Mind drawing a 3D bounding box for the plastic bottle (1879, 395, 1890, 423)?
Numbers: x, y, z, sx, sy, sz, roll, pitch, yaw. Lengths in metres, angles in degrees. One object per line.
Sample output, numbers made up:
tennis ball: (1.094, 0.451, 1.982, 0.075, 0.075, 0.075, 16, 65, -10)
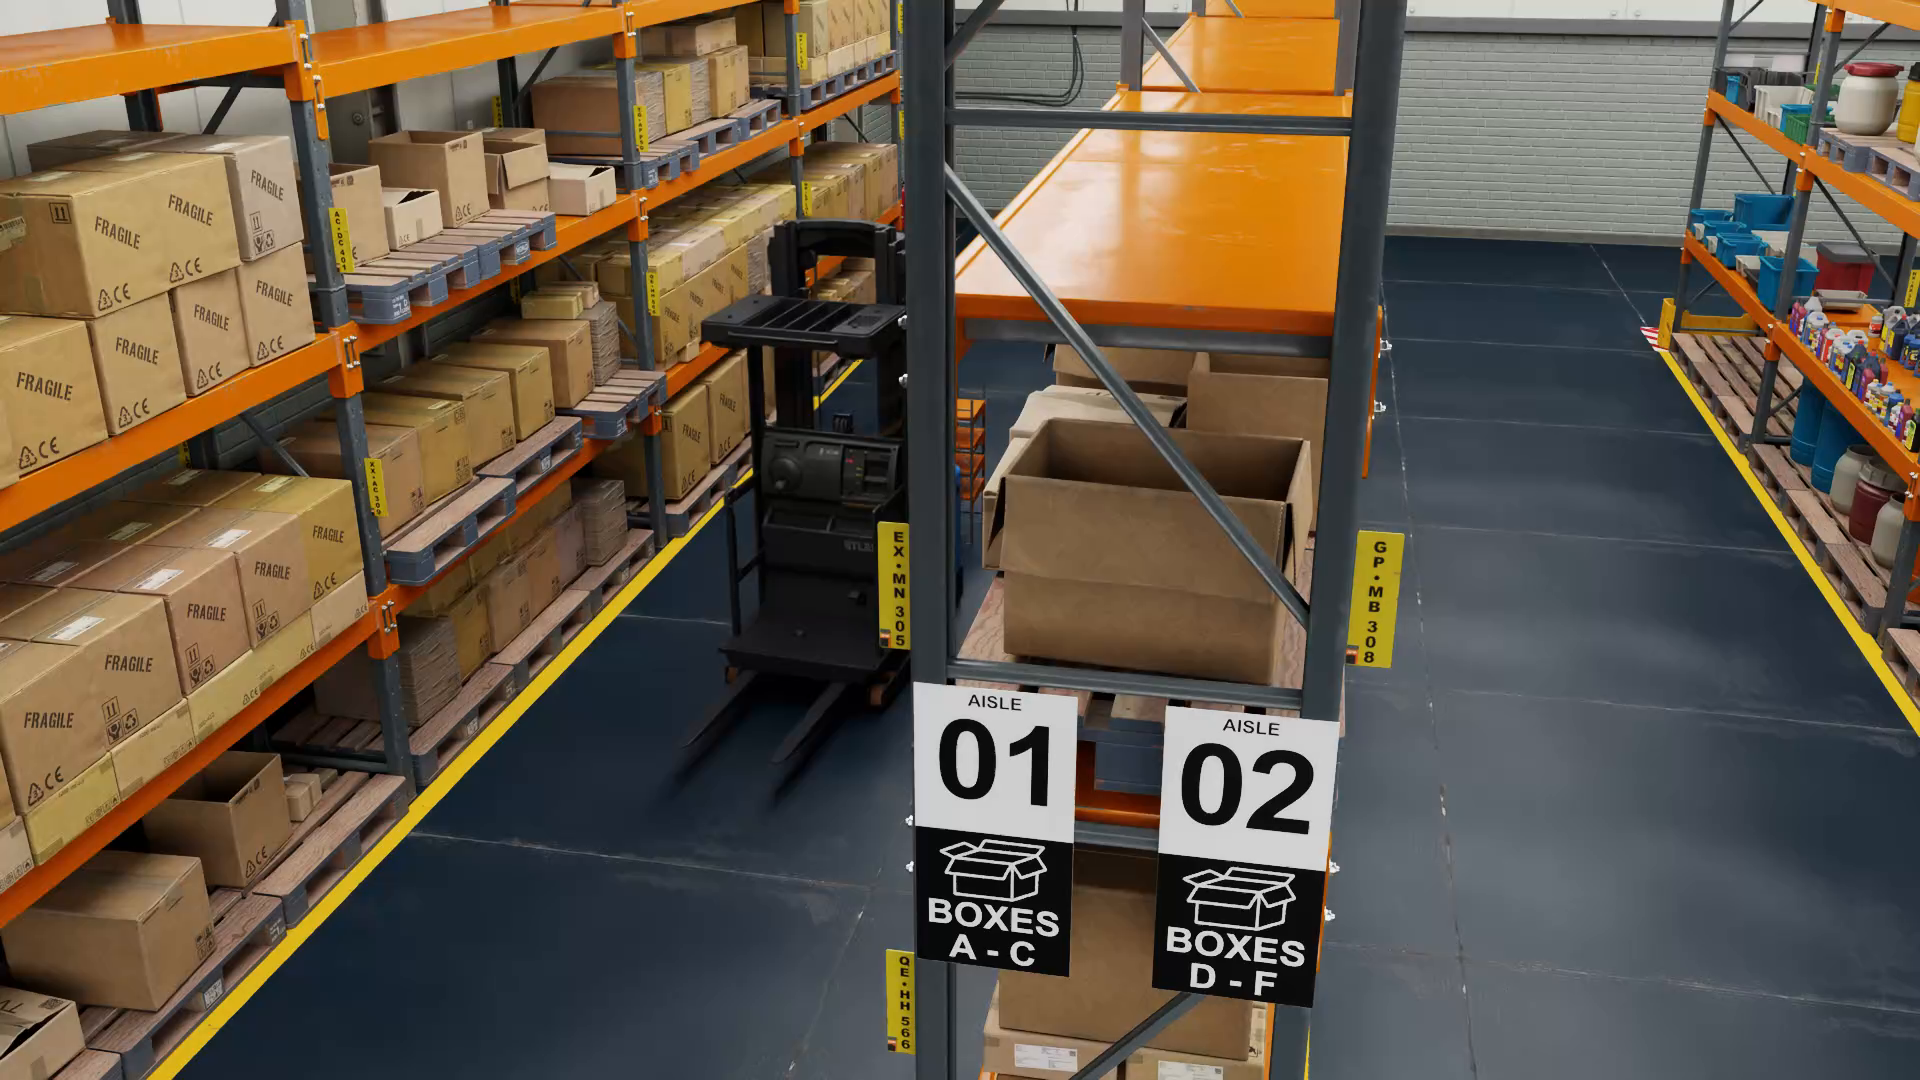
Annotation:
plastic bottle: (6.677, -0.944, 11.947, 0.097, 0.201, 0.097, 0, 22, 0)

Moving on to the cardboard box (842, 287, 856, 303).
cardboard box: (-1.553, -2.513, 18.363, 0.700, 0.500, 0.500, 5, 22, 12)

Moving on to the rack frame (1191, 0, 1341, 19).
rack frame: (2.016, -3.785, 10.706, 1.000, 3.000, 0.127, 4, 22, 11)

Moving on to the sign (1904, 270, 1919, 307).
sign: (8.219, -2.172, 14.361, 0.100, 0.325, 0.005, 4, 22, 11)

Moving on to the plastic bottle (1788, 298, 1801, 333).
plastic bottle: (7.188, -1.930, 14.288, 0.061, 0.283, 0.133, 4, 22, 11)

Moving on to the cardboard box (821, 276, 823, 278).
cardboard box: (-1.726, -2.881, 18.409, 0.380, 0.149, 0.250, 4, 22, 10)

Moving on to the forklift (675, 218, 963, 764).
forklift: (-0.905, -0.447, 10.539, 1.130, 2.935, 3.031, 7, 23, 16)

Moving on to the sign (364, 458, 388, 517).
sign: (-3.118, -0.279, 8.871, 0.100, 0.325, 0.005, 4, 22, 11)

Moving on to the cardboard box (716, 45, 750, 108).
cardboard box: (-2.305, -4.170, 14.954, 0.700, 0.500, 0.500, 3, 22, 8)

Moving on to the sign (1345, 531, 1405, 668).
sign: (0.926, 0.134, 3.713, 0.100, 0.325, 0.005, 4, 22, 11)

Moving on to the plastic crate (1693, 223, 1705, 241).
plastic crate: (7.978, -3.278, 17.751, 0.250, 0.136, 0.298, 4, 22, 11)

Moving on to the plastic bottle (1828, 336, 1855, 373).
plastic bottle: (6.977, -1.465, 13.142, 0.152, 0.276, 0.135, 4, 22, 11)

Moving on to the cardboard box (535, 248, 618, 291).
cardboard box: (-2.996, -2.106, 13.004, 0.500, 0.250, 0.500, 5, 22, 12)

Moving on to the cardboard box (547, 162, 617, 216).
cardboard box: (-2.717, -2.454, 11.509, 0.500, 0.311, 0.500, 4, 22, 11)

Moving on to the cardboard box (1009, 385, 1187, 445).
cardboard box: (0.474, -0.331, 5.515, 0.500, 0.311, 0.500, 7, 23, 17)

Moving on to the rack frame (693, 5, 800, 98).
rack frame: (-2.018, -5.624, 15.273, 1.000, 3.000, 0.127, 4, 22, 11)

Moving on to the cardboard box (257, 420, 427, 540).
cardboard box: (-3.513, -0.350, 9.484, 0.700, 0.500, 0.500, 5, 22, 11)

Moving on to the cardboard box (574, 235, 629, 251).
cardboard box: (-2.887, -2.295, 13.474, 0.500, 0.250, 0.500, 4, 22, 9)

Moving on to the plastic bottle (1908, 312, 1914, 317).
plastic bottle: (7.914, -1.775, 13.902, 0.061, 0.283, 0.133, 4, 22, 11)

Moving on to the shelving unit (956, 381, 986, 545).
shelving unit: (0.034, -0.617, 13.280, 0.258, 1.200, 0.503, 4, 22, 11)

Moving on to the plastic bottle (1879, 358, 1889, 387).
plastic bottle: (6.941, -1.224, 12.534, 0.061, 0.283, 0.133, 4, 22, 11)

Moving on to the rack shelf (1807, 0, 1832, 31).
rack shelf: (8.089, -5.081, 15.423, 1.077, 0.370, 4.000, 4, 22, 11)

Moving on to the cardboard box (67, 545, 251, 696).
cardboard box: (-3.654, 0.360, 7.616, 0.500, 0.500, 0.500, 4, 22, 9)

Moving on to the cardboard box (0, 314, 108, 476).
cardboard box: (-3.819, -0.584, 6.614, 0.500, 0.500, 0.500, 6, 23, 14)

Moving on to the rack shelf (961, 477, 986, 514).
rack shelf: (0.034, -0.371, 13.379, 0.258, 0.148, 0.480, 4, 22, 11)

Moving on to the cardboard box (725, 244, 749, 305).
cardboard box: (-2.168, -2.294, 14.474, 0.500, 0.500, 0.500, 5, 22, 12)

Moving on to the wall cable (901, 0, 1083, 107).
wall cable: (0.302, -7.688, 24.554, 3.097, 2.526, 0.112, 4, 22, 11)

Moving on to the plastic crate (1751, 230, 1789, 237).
plastic crate: (8.508, -3.143, 17.414, 0.396, 0.136, 0.243, 4, 22, 11)

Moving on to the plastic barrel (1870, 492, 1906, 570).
plastic barrel: (6.975, -0.058, 12.249, 0.421, 0.512, 0.421, 0, 22, 0)

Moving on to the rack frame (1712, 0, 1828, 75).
rack frame: (8.497, -6.332, 17.030, 1.000, 3.000, 0.127, 4, 22, 11)

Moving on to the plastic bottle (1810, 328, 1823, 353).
plastic bottle: (7.068, -1.644, 13.686, 0.097, 0.201, 0.097, 0, 22, 0)

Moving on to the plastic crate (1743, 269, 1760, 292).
plastic crate: (7.646, -2.416, 15.626, 0.437, 0.125, 0.590, 4, 22, 11)

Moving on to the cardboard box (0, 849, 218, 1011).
cardboard box: (-3.923, 1.784, 7.667, 0.700, 0.500, 0.500, 3, 22, 8)

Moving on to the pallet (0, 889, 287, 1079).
pallet: (-4.000, 2.074, 7.922, 1.003, 0.211, 1.213, 4, 22, 11)

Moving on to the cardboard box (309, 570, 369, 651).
cardboard box: (-3.450, 0.341, 8.666, 0.500, 0.250, 0.500, 5, 22, 11)

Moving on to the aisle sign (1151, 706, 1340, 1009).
aisle sign: (0.670, 0.765, 3.959, 0.394, 0.787, 0.004, 4, 22, 11)

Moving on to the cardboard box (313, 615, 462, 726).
cardboard box: (-3.517, 0.769, 10.185, 0.700, 0.500, 0.500, 5, 23, 13)

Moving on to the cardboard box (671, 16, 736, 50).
cardboard box: (-2.326, -4.519, 14.818, 0.500, 0.250, 0.500, 6, 23, 15)

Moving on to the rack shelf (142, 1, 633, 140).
rack shelf: (-3.242, -2.911, 10.033, 1.077, 0.370, 4.000, 4, 22, 11)

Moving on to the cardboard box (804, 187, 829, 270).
cardboard box: (-1.891, -3.178, 16.827, 0.980, 0.700, 0.700, 5, 22, 12)

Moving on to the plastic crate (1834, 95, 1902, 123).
plastic crate: (8.202, -3.850, 15.058, 0.497, 0.269, 0.590, 4, 22, 11)

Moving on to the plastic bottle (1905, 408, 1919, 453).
plastic bottle: (6.529, -0.750, 11.356, 0.061, 0.283, 0.133, 4, 22, 11)

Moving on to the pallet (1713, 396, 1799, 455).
pallet: (7.793, -1.065, 15.714, 1.003, 0.211, 1.213, 4, 22, 11)

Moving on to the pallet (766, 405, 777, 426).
pallet: (-2.102, -1.260, 16.199, 1.003, 0.211, 1.213, 4, 22, 11)

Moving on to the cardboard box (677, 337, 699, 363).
cardboard box: (-2.343, -1.556, 13.512, 0.380, 0.149, 0.250, 5, 23, 13)

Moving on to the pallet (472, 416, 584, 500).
pallet: (-3.198, -0.562, 10.992, 1.003, 0.211, 1.213, 4, 22, 11)

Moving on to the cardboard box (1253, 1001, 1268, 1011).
cardboard box: (0.726, 1.352, 4.978, 0.380, 0.149, 0.250, 4, 22, 10)

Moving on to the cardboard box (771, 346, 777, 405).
cardboard box: (-2.024, -1.791, 16.102, 0.750, 0.750, 0.750, 5, 22, 12)

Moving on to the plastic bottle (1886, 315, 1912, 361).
plastic bottle: (7.634, -1.646, 13.490, 0.144, 0.351, 0.185, 4, 22, 11)

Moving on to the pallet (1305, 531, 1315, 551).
pallet: (0.800, -0.131, 5.767, 1.003, 0.211, 1.213, 4, 22, 11)

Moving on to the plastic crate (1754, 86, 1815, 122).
plastic crate: (7.742, -4.098, 15.658, 0.437, 0.282, 0.530, 4, 22, 11)

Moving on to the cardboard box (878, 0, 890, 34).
cardboard box: (-1.084, -5.927, 18.540, 0.500, 0.500, 0.500, 4, 22, 11)

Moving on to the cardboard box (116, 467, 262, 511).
cardboard box: (-3.951, -0.047, 8.626, 0.500, 0.500, 0.500, 4, 22, 10)

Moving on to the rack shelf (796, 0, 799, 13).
rack shelf: (-1.610, -5.836, 17.298, 1.077, 0.370, 4.000, 4, 22, 11)

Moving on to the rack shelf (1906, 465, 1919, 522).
rack shelf: (6.456, 0.442, 9.204, 1.077, 0.370, 4.000, 4, 22, 11)

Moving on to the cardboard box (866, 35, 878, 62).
cardboard box: (-1.197, -5.389, 18.208, 0.500, 0.250, 0.500, 4, 22, 9)

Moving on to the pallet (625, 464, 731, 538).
pallet: (-2.600, -0.368, 13.984, 1.003, 0.211, 1.213, 4, 22, 11)
